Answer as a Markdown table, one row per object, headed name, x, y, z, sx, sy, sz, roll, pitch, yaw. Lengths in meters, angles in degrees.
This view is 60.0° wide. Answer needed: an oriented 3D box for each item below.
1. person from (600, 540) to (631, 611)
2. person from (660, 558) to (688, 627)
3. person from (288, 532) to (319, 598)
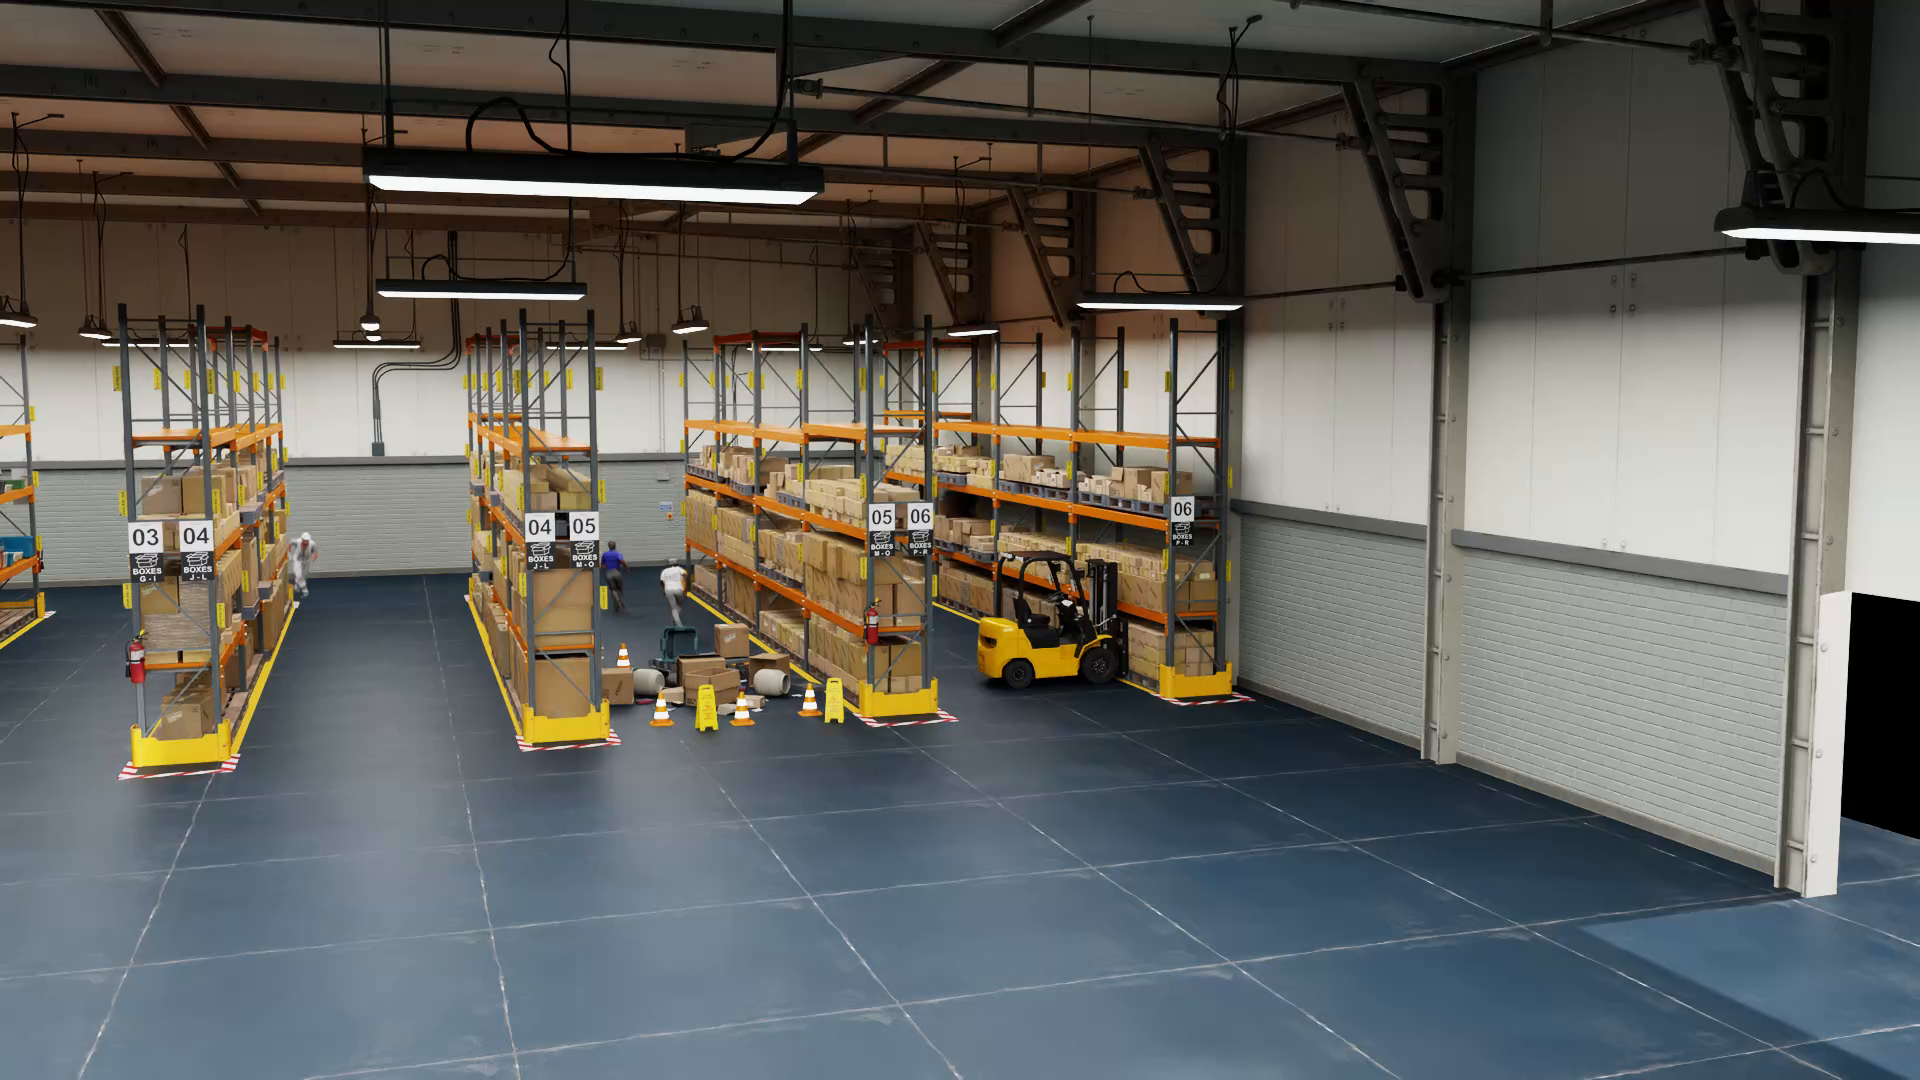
| name | x | y | z | sx | sy | sz | roll | pitch | yaw |
| --- | --- | --- | --- | --- | --- | --- | --- | --- | --- |
| person | -7.536 | 0.809 | 36.312 | 0.688 | 1.581 | 0.557 | 0 | 5 | -1 |
| person | -5.748 | 1.138 | 33.400 | 0.558 | 1.456 | 1.119 | -1 | 6 | -10 |
| person | -15.375 | 0.560 | 38.899 | 0.668 | 1.539 | 1.221 | -3 | 6 | -29 |
